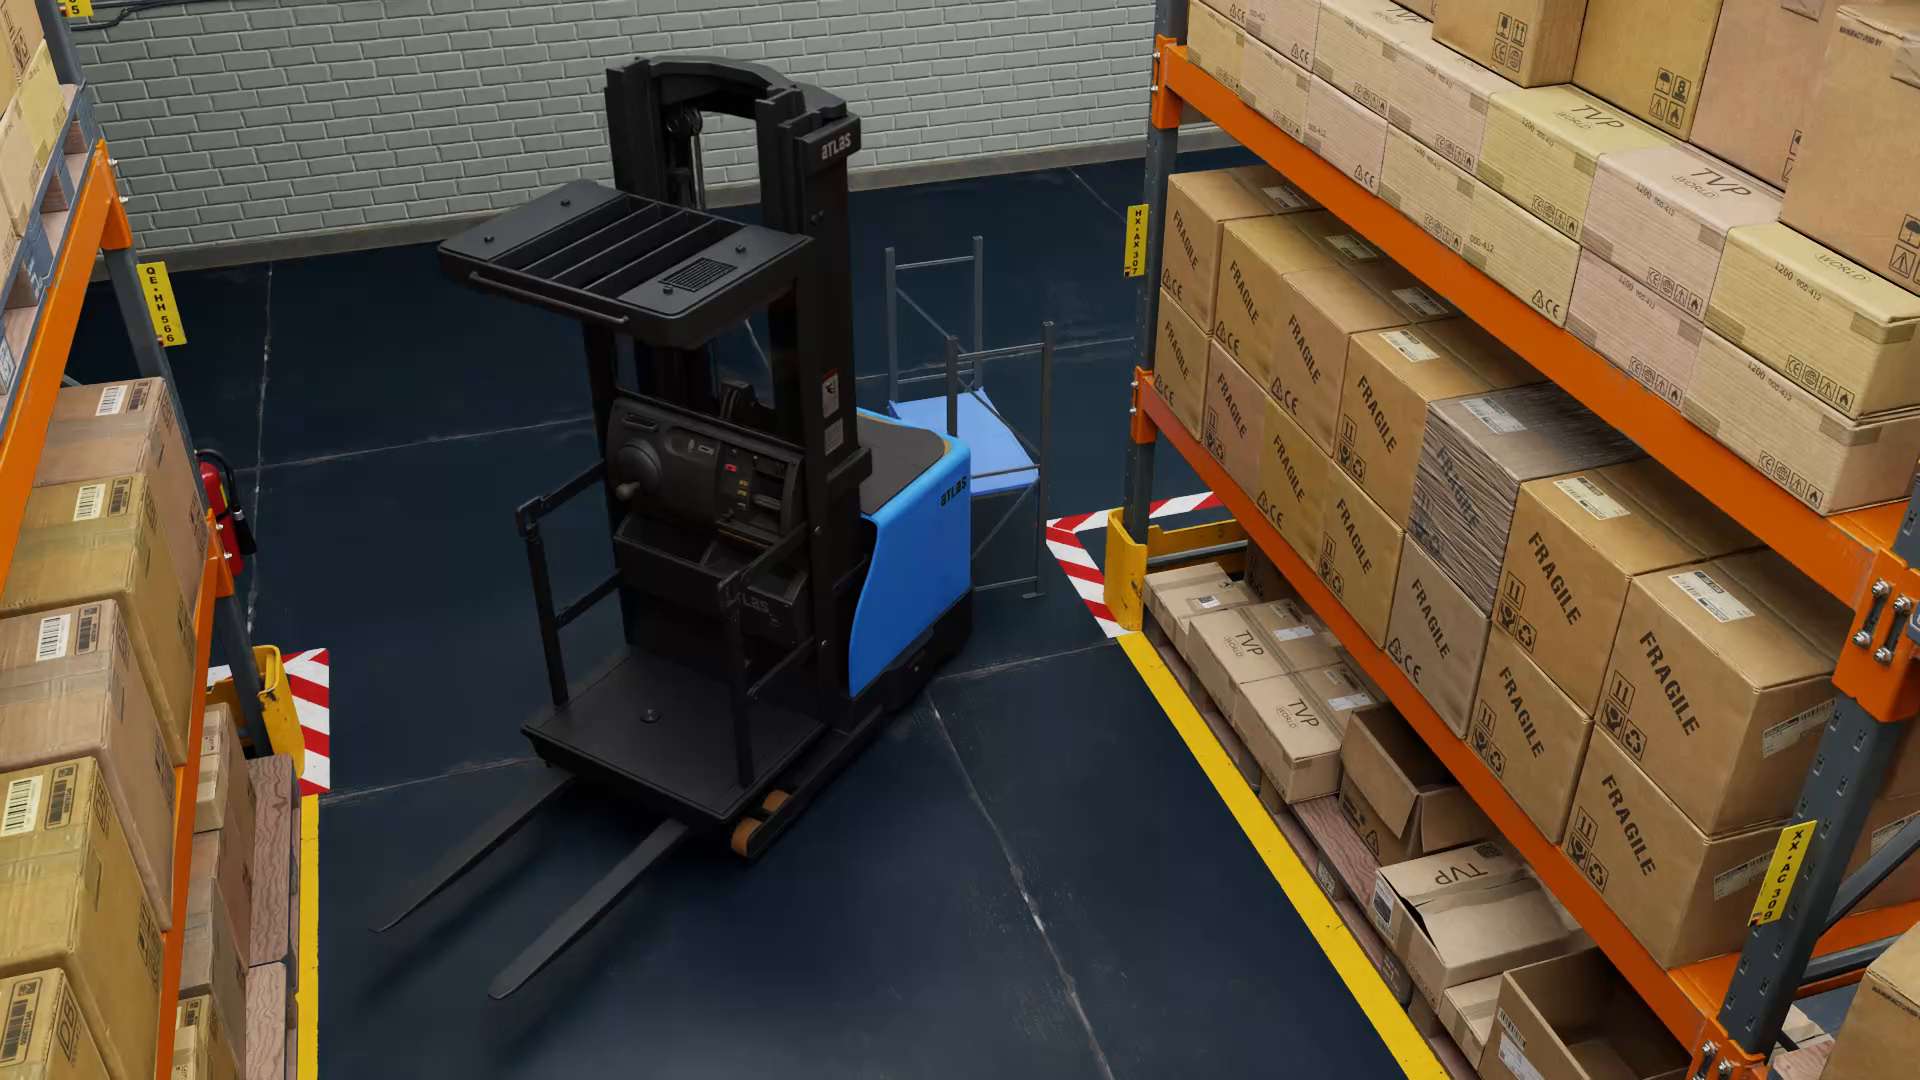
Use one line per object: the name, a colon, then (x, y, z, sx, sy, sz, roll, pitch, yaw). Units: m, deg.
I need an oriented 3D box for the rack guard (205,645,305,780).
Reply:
rack guard: (-3.441, 0.840, 7.026, 1.175, 0.500, 0.348, -10, 35, -15)

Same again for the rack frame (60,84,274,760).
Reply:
rack frame: (-3.433, -0.190, 6.317, 1.000, 3.000, 0.127, -10, 35, -15)

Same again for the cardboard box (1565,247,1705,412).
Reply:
cardboard box: (1.959, -0.589, 4.336, 0.500, 0.250, 0.500, -10, 35, -15)

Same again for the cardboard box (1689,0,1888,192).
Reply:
cardboard box: (2.301, -1.171, 4.083, 0.700, 0.500, 0.500, -10, 35, -15)

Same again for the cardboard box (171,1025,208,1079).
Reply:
cardboard box: (-2.434, 1.612, 4.887, 0.380, 0.149, 0.250, -11, 35, -16)

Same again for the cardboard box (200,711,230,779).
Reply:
cardboard box: (-2.912, 0.794, 6.126, 0.380, 0.149, 0.250, -10, 35, -15)

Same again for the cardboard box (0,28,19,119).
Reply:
cardboard box: (-2.808, -1.306, 4.269, 0.500, 0.500, 0.500, -9, 35, -13)

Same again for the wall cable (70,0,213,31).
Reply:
wall cable: (-4.818, -4.428, 10.104, 3.097, 2.526, 0.112, -10, 35, -15)

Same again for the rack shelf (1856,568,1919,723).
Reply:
rack shelf: (3.113, 1.173, 2.185, 1.077, 0.370, 4.000, -10, 35, -15)

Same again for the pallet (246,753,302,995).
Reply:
pallet: (-3.115, 1.380, 6.471, 1.003, 0.211, 1.213, -10, 35, -15)

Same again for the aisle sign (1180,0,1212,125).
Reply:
aisle sign: (0.983, -2.097, 6.844, 0.394, 0.787, 0.004, -10, 35, -15)

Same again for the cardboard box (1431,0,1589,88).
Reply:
cardboard box: (1.845, -1.669, 4.837, 0.700, 0.500, 0.500, -10, 35, -15)

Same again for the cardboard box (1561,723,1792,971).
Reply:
cardboard box: (2.106, 0.814, 4.707, 0.500, 0.500, 0.500, -9, 35, -14)

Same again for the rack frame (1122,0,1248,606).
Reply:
rack frame: (1.283, -1.025, 7.581, 1.000, 3.000, 0.127, -10, 35, -15)

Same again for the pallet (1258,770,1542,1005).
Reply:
pallet: (1.919, 1.236, 6.689, 1.003, 0.211, 1.213, -10, 35, -15)

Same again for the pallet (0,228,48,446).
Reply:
pallet: (-2.821, -0.376, 3.957, 1.003, 0.211, 1.213, -10, 35, -15)

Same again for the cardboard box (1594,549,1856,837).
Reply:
cardboard box: (2.103, 0.394, 4.436, 0.500, 0.500, 0.500, -10, 35, -14)

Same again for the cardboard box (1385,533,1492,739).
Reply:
cardboard box: (1.789, 0.274, 5.524, 0.500, 0.500, 0.500, -9, 35, -14)

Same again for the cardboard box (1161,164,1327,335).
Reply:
cardboard box: (1.167, -1.207, 6.858, 0.500, 0.500, 0.500, -9, 35, -13)

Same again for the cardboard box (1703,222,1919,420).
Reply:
cardboard box: (2.096, -0.532, 3.797, 0.500, 0.250, 0.500, -10, 35, -15)

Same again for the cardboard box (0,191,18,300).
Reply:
cardboard box: (-2.634, -0.711, 4.049, 0.500, 0.250, 0.500, -11, 35, -16)

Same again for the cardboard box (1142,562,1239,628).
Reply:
cardboard box: (1.084, 0.258, 7.826, 0.380, 0.149, 0.250, -10, 35, -15)

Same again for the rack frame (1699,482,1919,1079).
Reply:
rack frame: (2.503, 1.075, 4.403, 1.000, 3.000, 0.127, -10, 35, -15)

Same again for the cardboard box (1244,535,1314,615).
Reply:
cardboard box: (1.684, 0.078, 7.780, 0.500, 0.500, 0.500, -10, 35, -15)

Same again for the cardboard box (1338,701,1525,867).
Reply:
cardboard box: (1.925, 0.947, 6.461, 0.797, 0.503, 0.637, -10, 35, -15)

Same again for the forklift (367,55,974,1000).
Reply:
forklift: (-1.133, -0.217, 6.420, 1.130, 2.935, 3.031, 19, 38, 26)

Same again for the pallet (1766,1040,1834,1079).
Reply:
pallet: (2.643, 1.593, 3.793, 1.003, 0.211, 1.213, -10, 35, -15)

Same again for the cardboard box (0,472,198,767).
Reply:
cardboard box: (-3.036, 0.331, 5.257, 0.980, 0.700, 0.700, -10, 35, -15)

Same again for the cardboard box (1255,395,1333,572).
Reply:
cardboard box: (1.480, -0.256, 6.326, 0.500, 0.500, 0.500, -10, 35, -15)

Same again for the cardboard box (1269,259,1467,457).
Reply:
cardboard box: (1.482, -0.670, 6.046, 0.500, 0.500, 0.500, -10, 35, -14)

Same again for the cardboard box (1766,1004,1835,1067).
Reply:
cardboard box: (2.581, 1.756, 5.411, 0.500, 0.311, 0.500, -10, 35, -15)

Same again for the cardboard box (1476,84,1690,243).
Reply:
cardboard box: (1.797, -1.058, 4.593, 0.500, 0.250, 0.500, -10, 35, -15)

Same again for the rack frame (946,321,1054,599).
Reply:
rack frame: (0.181, -0.314, 7.865, 0.500, 1.500, 0.032, -10, 35, -15)

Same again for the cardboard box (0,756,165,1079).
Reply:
cardboard box: (-2.581, 1.113, 4.073, 0.980, 0.700, 0.700, -11, 35, -16)

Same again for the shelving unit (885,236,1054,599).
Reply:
shelving unit: (0.026, -0.581, 8.269, 0.538, 1.500, 1.048, -10, 35, -15)

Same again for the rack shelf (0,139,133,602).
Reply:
rack shelf: (-2.823, -0.092, 4.100, 1.077, 0.370, 4.000, -10, 35, -15)

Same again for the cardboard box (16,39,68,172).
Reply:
cardboard box: (-2.957, -1.256, 4.874, 0.500, 0.250, 0.500, -9, 35, -13)

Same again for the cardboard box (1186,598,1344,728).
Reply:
cardboard box: (1.331, 0.534, 7.316, 0.500, 0.250, 0.500, -10, 35, -15)

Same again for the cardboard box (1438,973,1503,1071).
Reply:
cardboard box: (1.888, 1.642, 5.731, 0.380, 0.149, 0.250, -10, 35, -15)

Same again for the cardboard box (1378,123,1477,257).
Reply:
cardboard box: (1.651, -1.114, 5.130, 0.500, 0.250, 0.500, -10, 35, -15)

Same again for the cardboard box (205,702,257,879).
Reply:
cardboard box: (-3.125, 1.028, 6.360, 0.700, 0.500, 0.500, -10, 35, -15)

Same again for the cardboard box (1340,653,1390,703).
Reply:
cardboard box: (1.945, 0.686, 7.086, 0.500, 0.250, 0.500, -10, 35, -15)

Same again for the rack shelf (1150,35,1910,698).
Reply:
rack shelf: (1.893, -0.927, 5.363, 1.077, 0.370, 4.000, -10, 35, -15)

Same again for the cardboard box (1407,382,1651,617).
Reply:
cardboard box: (1.790, -0.139, 5.242, 0.500, 0.500, 0.500, -10, 35, -14)

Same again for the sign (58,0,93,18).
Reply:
sign: (-2.912, -1.862, 5.395, 0.100, 0.325, 0.005, -10, 35, -15)

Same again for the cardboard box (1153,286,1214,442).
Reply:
cardboard box: (1.167, -0.790, 7.134, 0.500, 0.500, 0.500, -9, 35, -14)

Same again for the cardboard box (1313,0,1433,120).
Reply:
cardboard box: (1.496, -1.584, 5.389, 0.500, 0.250, 0.500, -10, 35, -15)

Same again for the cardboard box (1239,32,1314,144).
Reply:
cardboard box: (1.338, -1.637, 5.922, 0.500, 0.250, 0.500, -10, 35, -15)

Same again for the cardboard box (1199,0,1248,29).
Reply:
cardboard box: (1.192, -2.109, 6.183, 0.500, 0.250, 0.500, -10, 35, -15)

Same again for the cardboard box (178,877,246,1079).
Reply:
cardboard box: (-2.818, 1.555, 5.563, 0.700, 0.500, 0.500, -11, 35, -16)

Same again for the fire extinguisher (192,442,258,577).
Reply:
fire extinguisher: (-3.040, -0.159, 6.679, 0.296, 0.674, 0.183, -10, 35, -15)
